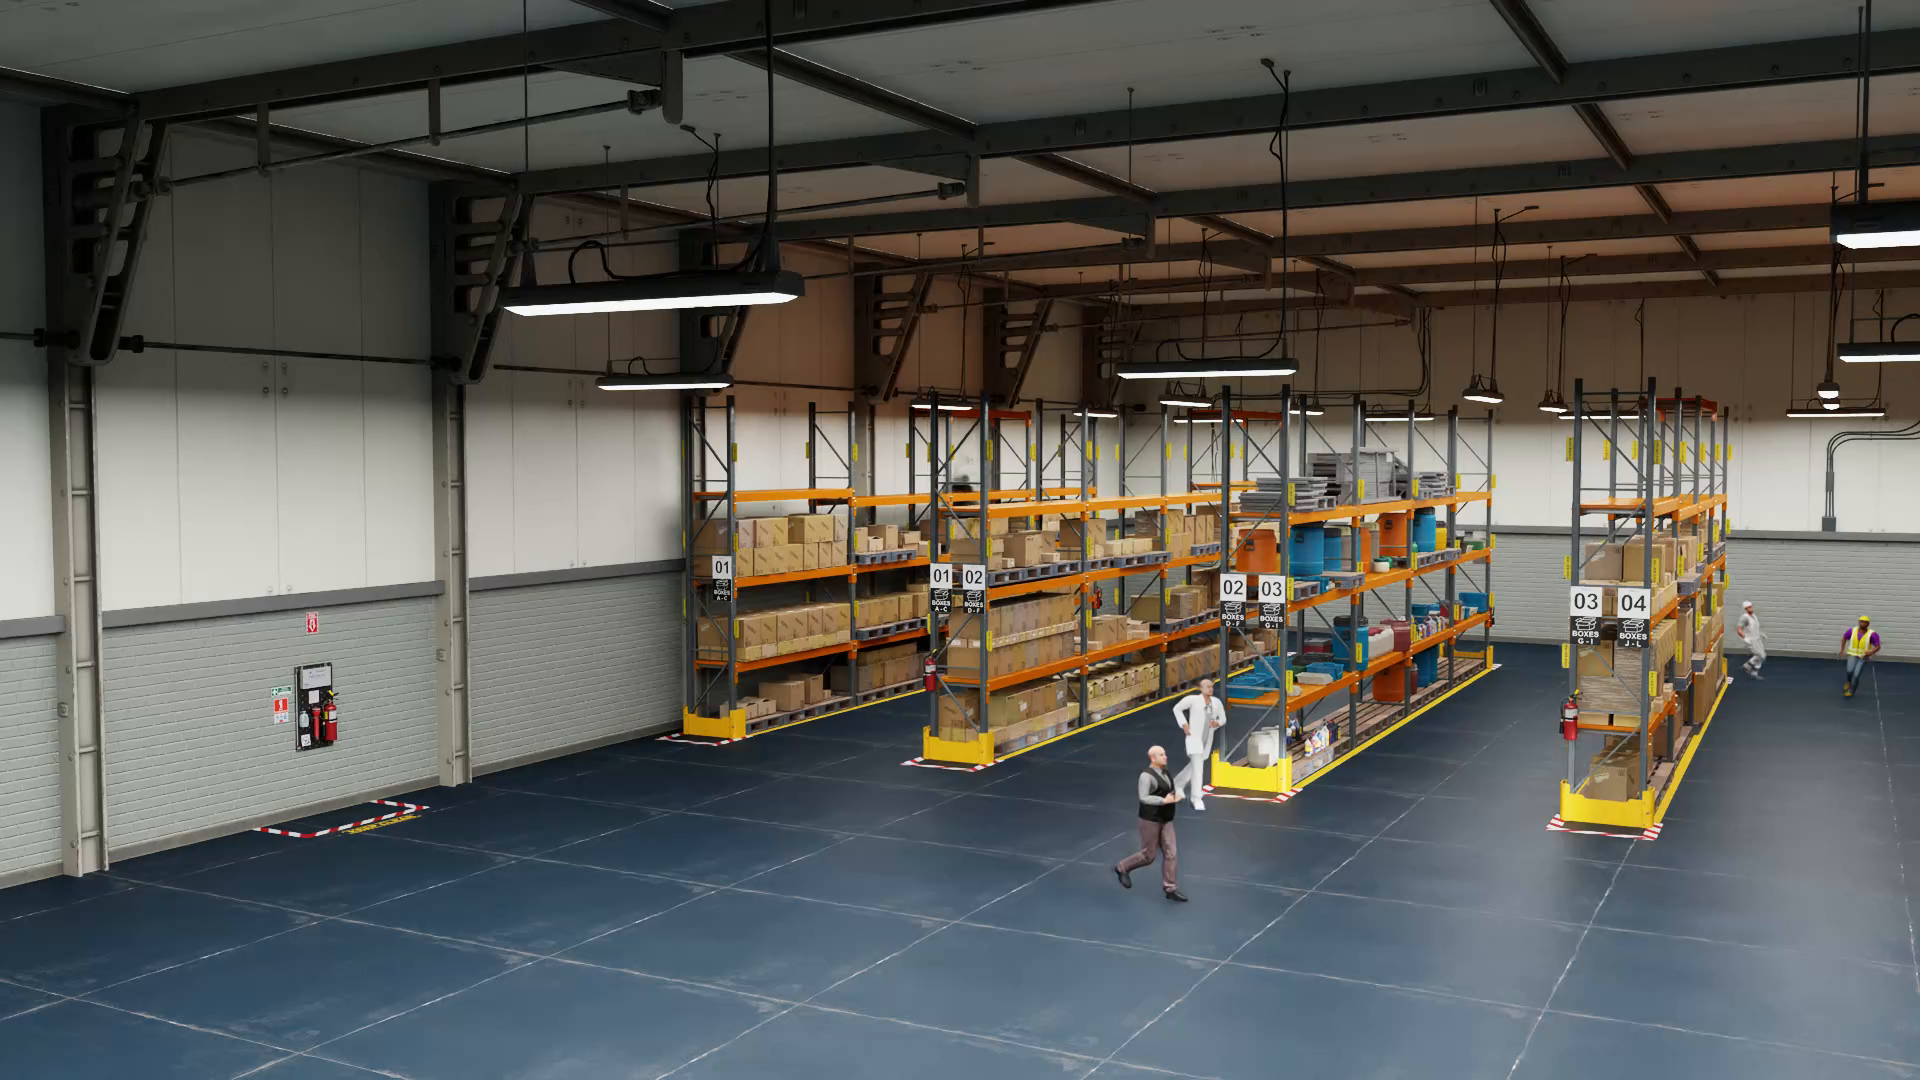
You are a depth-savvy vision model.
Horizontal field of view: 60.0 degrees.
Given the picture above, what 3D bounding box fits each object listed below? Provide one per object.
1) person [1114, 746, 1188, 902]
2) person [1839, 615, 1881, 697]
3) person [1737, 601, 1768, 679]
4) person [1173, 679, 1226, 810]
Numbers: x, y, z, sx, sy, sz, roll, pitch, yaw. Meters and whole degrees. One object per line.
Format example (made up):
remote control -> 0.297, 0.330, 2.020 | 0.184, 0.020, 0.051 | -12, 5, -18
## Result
person -> 2.166, 3.147, 18.613 | 0.924, 1.701, 0.659 | 3, 4, 40
person -> 18.347, 2.379, 33.938 | 0.755, 1.696, 0.543 | 2, 4, 37
person -> 17.506, 2.219, 36.652 | 0.718, 1.731, 0.513 | -2, 4, -39
person -> 3.437, 2.882, 23.761 | 0.713, 1.815, 0.937 | -1, 3, -26
